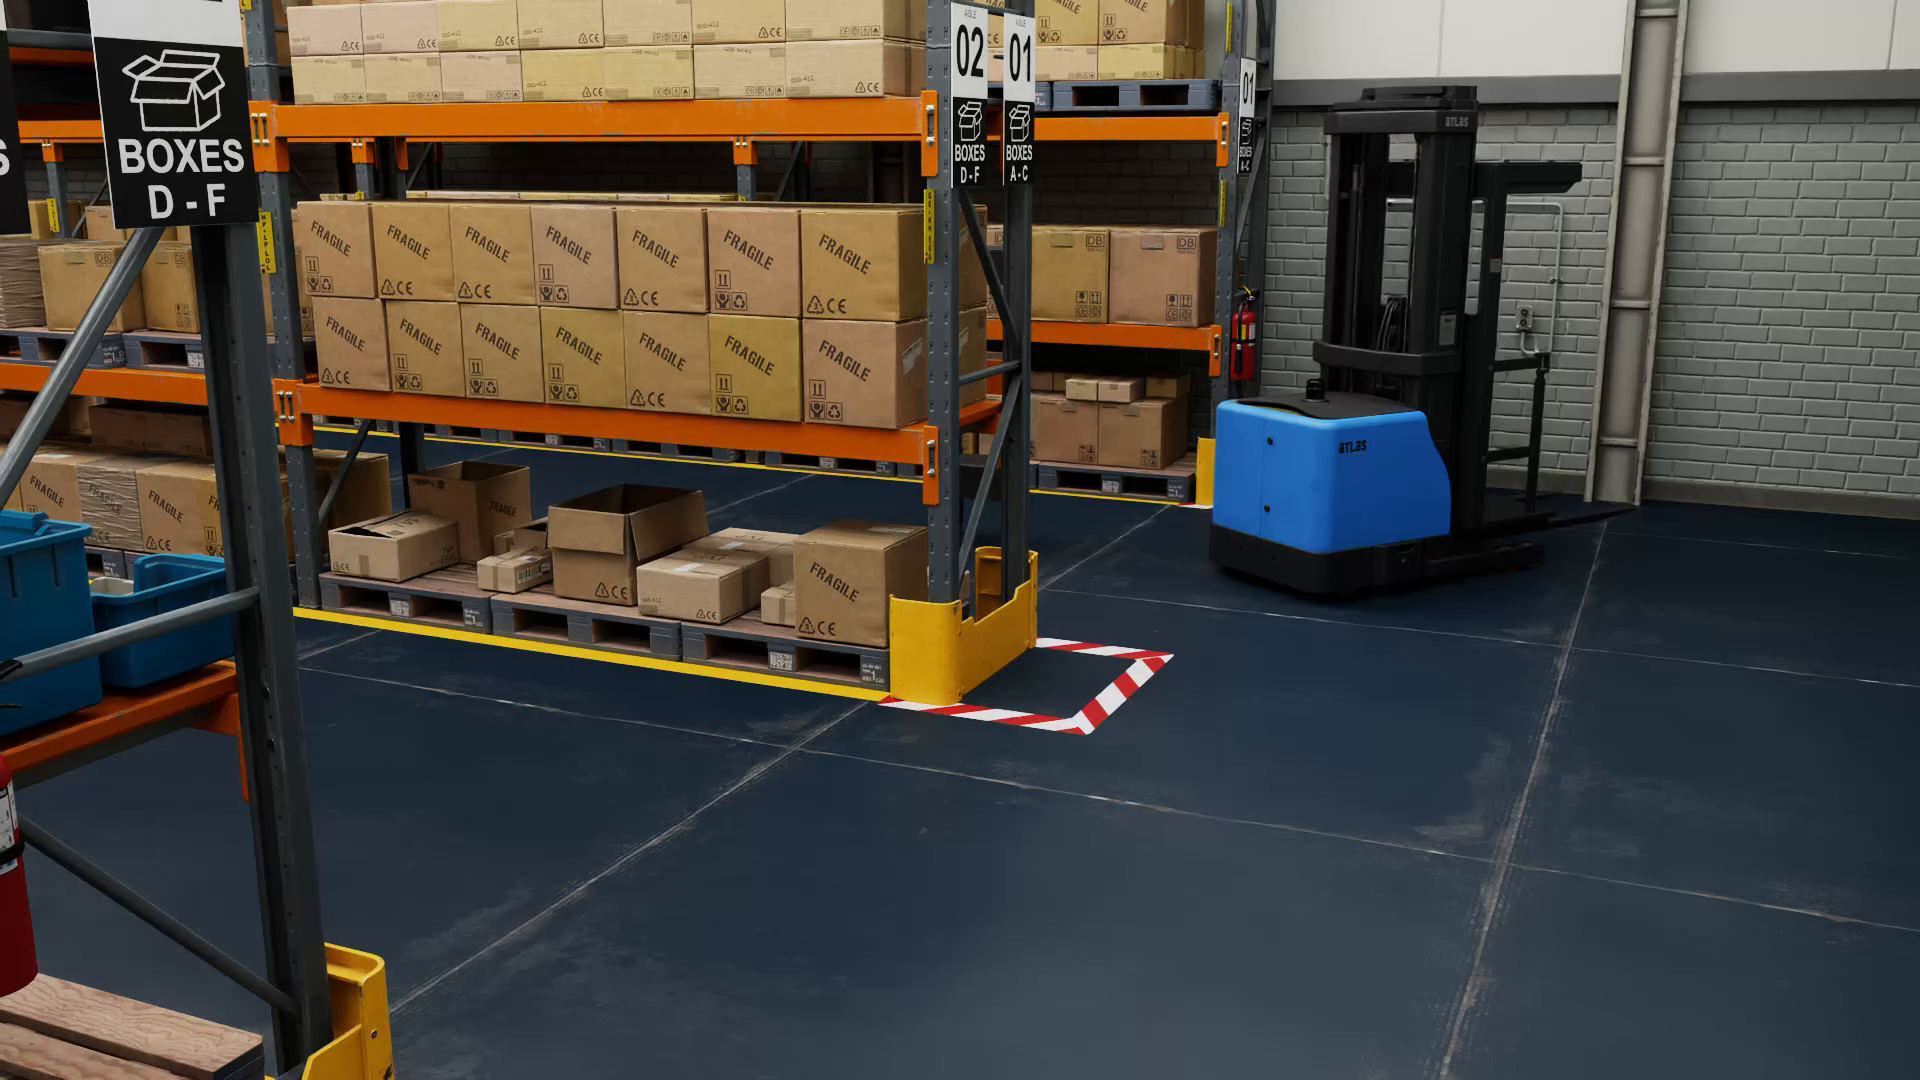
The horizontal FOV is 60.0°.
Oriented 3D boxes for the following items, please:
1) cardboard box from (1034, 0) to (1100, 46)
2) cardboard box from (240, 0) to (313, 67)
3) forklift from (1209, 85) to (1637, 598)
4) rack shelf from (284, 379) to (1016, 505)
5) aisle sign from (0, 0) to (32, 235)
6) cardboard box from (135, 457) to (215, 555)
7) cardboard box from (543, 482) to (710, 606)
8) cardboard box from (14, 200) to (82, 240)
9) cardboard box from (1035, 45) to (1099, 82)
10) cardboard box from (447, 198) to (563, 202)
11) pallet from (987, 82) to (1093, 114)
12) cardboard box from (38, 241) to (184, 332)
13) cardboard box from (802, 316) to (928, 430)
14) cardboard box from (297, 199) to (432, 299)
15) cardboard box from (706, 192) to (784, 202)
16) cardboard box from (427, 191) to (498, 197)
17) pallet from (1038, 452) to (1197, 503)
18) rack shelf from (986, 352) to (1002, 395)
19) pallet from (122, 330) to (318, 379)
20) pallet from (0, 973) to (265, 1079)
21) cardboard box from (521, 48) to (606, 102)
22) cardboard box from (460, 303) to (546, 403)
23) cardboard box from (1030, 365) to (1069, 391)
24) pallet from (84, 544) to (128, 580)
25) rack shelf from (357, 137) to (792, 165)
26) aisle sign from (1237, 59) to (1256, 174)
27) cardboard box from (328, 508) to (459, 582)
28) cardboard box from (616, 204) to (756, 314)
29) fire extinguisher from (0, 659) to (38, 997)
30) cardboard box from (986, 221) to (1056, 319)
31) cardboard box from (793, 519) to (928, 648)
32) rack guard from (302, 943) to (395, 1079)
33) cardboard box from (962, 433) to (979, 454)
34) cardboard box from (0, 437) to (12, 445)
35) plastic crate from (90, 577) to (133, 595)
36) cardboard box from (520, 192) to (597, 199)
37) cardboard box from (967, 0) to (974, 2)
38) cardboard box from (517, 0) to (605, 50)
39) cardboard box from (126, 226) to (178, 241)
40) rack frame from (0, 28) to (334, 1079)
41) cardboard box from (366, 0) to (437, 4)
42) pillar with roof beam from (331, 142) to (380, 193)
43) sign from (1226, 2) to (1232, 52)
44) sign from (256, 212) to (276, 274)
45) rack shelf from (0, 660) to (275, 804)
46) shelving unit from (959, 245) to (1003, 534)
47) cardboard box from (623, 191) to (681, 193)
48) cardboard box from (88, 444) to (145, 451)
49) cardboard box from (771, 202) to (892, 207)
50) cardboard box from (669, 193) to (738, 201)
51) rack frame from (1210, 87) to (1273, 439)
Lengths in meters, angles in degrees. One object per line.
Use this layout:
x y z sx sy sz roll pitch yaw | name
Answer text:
0.876 -3.898 12.282 0.500 0.500 0.500 6 15 25 | cardboard box
-3.982 -2.992 9.517 0.600 0.600 0.600 4 14 18 | cardboard box
3.091 -1.316 10.449 3.031 2.935 1.130 -8 15 -30 | forklift
-1.723 -0.633 8.960 4.000 0.370 1.077 6 14 23 | rack shelf
-1.957 -0.961 3.095 0.004 0.787 0.394 6 14 23 | aisle sign
-4.567 -0.199 10.044 0.500 0.500 0.500 6 14 23 | cardboard box
-1.831 0.006 9.165 0.637 0.503 0.797 6 14 23 | cardboard box
-9.420 -3.224 17.072 0.500 0.500 0.500 6 14 23 | cardboard box
0.856 -3.534 12.372 0.500 0.250 0.500 5 14 21 | cardboard box
-2.515 -1.664 9.372 0.500 0.500 0.500 5 14 22 | cardboard box
0.307 -3.429 12.930 1.213 0.211 1.003 6 14 23 | pallet
-5.192 -1.572 10.249 0.500 0.500 0.700 2 13 9 | cardboard box
-0.414 -0.831 8.012 0.500 0.500 0.500 6 15 25 | cardboard box
-3.234 -1.601 9.104 0.500 0.500 0.500 6 15 25 | cardboard box
-1.863 -2.868 14.357 0.500 0.250 0.500 6 15 25 | cardboard box
-4.403 -2.996 14.901 0.500 0.250 0.500 6 14 22 | cardboard box
1.346 -0.533 13.064 1.213 0.211 1.003 6 14 23 | pallet
0.151 -0.994 10.953 0.480 0.518 0.431 6 14 23 | rack shelf
-4.238 -1.171 10.101 1.213 0.211 1.003 6 14 23 | pallet
-2.642 1.510 4.360 1.213 0.211 1.003 6 14 23 | pallet
-1.836 -2.319 8.335 0.500 0.250 0.500 6 14 23 | cardboard box
-2.270 -1.019 8.813 0.500 0.500 0.500 6 14 23 | cardboard box
0.699 -1.304 13.377 0.250 0.149 0.380 6 14 24 | cardboard box
-5.430 0.010 10.752 1.213 0.211 1.003 6 14 23 | pallet
-3.377 -3.498 14.605 4.000 0.370 1.077 6 14 23 | rack shelf
2.053 -3.029 11.907 0.004 0.787 0.394 6 14 23 | aisle sign
-3.255 0.011 9.565 0.500 0.311 0.500 6 14 23 | cardboard box
-1.351 -1.411 8.293 0.500 0.500 0.500 6 15 25 | cardboard box
-1.950 0.564 3.269 0.183 0.674 0.296 6 14 23 | fire extinguisher
0.276 -2.161 13.244 0.700 0.700 0.980 5 14 21 | cardboard box
-0.491 0.206 8.319 0.500 0.500 0.500 6 14 23 | cardboard box
-1.877 1.453 3.969 0.348 0.500 1.175 6 14 23 | rack guard
0.020 -1.005 13.523 0.500 0.500 0.700 6 15 25 | cardboard box
-6.427 -0.386 10.844 0.500 0.500 0.500 5 14 21 | cardboard box
-2.256 0.197 4.295 0.298 0.136 0.250 6 14 23 | plastic crate
-3.475 -2.905 14.512 0.500 0.250 0.500 5 14 22 | cardboard box
-0.258 -2.530 8.141 0.500 0.250 0.500 6 14 23 | cardboard box
-1.840 -2.561 8.271 0.500 0.250 0.500 6 14 23 | cardboard box
-7.903 -3.099 16.712 0.500 0.500 0.700 7 15 29 | cardboard box
-1.905 0.237 3.678 0.053 2.616 0.949 6 14 23 | rack frame
-2.691 -3.051 8.717 0.500 0.500 0.700 6 14 23 | cardboard box
-7.787 -4.896 12.420 0.400 9.000 9.100 6 14 23 | pillar with roof beam
1.876 -3.574 11.588 0.005 0.325 0.100 6 14 23 | sign
-3.773 -1.615 9.039 0.005 0.325 0.100 6 14 23 | sign
-3.732 0.402 4.552 4.000 0.370 1.077 6 14 23 | rack shelf
0.151 -1.007 10.950 0.503 2.100 0.431 6 14 23 | shelving unit
-2.805 -2.961 14.751 0.500 0.250 0.500 5 14 21 | cardboard box
-5.303 -0.403 10.913 0.500 0.500 0.500 5 14 21 | cardboard box
-0.674 -1.476 8.572 0.500 0.500 0.500 6 14 24 | cardboard box
-2.079 -2.761 13.900 0.500 0.250 0.500 6 15 25 | cardboard box
2.109 -1.833 12.500 0.127 3.000 1.000 6 14 23 | rack frame
